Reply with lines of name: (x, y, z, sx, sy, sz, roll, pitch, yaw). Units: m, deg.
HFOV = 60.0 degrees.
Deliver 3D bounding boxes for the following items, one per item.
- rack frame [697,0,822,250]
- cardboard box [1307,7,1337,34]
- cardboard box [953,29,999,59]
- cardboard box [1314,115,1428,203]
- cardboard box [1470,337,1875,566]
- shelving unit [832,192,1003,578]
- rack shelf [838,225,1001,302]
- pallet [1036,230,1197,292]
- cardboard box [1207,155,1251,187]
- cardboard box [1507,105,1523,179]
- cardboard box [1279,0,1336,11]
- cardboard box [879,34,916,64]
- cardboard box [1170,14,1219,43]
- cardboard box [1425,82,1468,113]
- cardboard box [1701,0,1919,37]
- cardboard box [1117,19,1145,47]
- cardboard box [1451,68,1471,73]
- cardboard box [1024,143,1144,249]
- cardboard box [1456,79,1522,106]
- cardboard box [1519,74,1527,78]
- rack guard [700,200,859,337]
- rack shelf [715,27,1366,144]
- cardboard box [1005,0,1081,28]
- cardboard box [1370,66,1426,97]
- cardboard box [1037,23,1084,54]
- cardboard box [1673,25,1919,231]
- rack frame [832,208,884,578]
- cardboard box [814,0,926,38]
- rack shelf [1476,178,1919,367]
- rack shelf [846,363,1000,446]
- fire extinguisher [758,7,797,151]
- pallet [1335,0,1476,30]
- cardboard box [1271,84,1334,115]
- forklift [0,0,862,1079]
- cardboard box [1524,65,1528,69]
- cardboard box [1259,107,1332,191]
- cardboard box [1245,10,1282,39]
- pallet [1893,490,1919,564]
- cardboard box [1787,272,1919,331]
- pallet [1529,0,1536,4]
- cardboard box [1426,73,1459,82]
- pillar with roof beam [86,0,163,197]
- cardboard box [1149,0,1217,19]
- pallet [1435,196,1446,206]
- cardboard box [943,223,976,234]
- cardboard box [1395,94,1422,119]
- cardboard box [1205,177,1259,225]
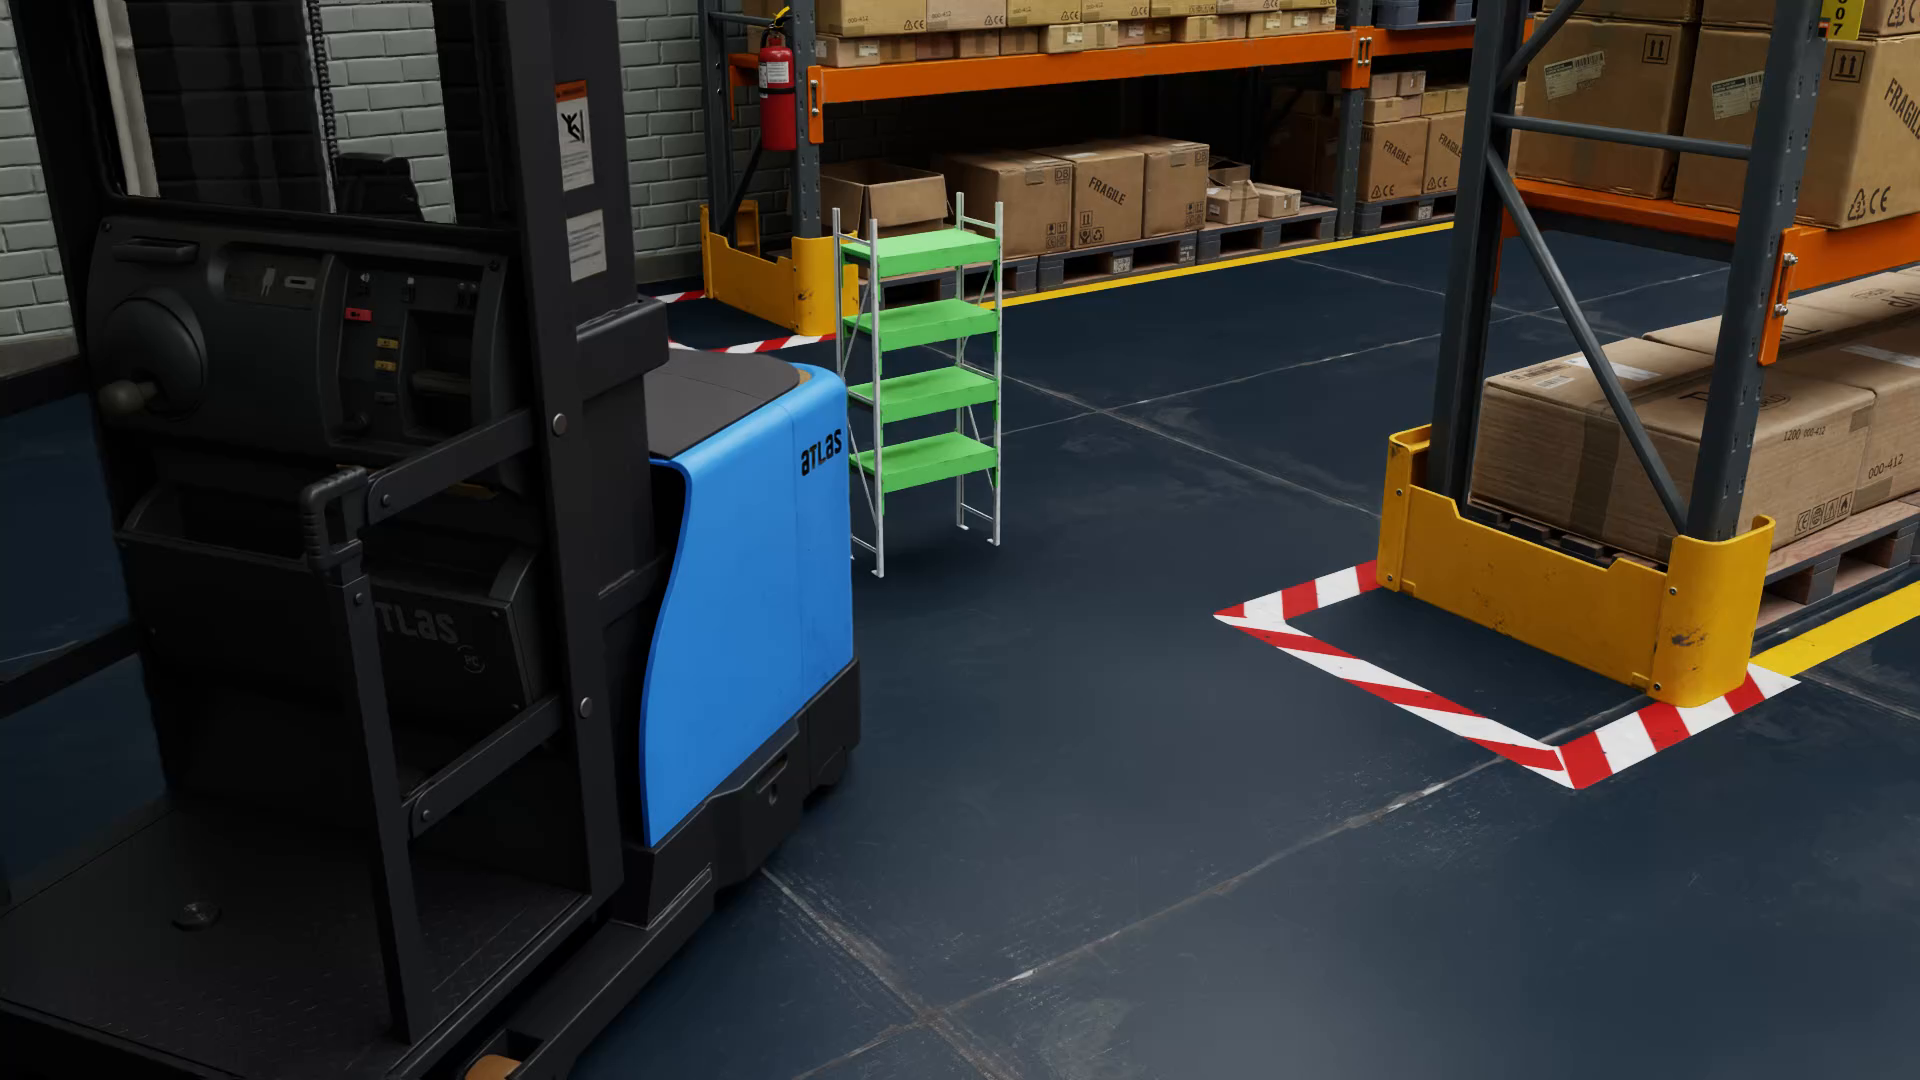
rack frame: (-1.041, -2.619, 8.412, 0.127, 3.000, 1.000, -15, 26, -33)
cardboard box: (2.095, -3.223, 10.265, 0.250, 0.149, 0.380, -15, 26, -32)
cardboard box: (0.000, -2.663, 8.862, 0.250, 0.149, 0.380, -14, 26, -31)
cardboard box: (2.730, -2.556, 11.060, 0.500, 0.500, 0.500, -14, 25, -31)
cardboard box: (2.339, -0.304, 5.502, 0.875, 0.438, 0.875, -16, 27, -35)
shelving unit: (-0.134, -0.521, 5.584, 0.503, 1.200, 0.258, -15, 26, -33)
rack shelf: (-0.134, -0.908, 5.430, 0.480, 0.148, 0.258, -15, 26, -33)
pallet: (0.657, -1.775, 10.061, 1.213, 0.211, 1.003, -15, 26, -33)
cardboard box: (1.532, -2.359, 10.822, 0.500, 0.311, 0.500, -14, 26, -31)
cardboard box: (3.565, -2.781, 11.623, 0.500, 0.500, 0.500, -16, 27, -34)
cardboard box: (1.935, -3.369, 10.094, 0.500, 0.250, 0.500, -14, 26, -32)
cardboard box: (-0.434, -2.560, 8.603, 0.250, 0.149, 0.380, -14, 26, -32)
cardboard box: (1.280, -2.984, 9.666, 0.250, 0.149, 0.380, -15, 26, -34)
cardboard box: (3.249, -3.023, 11.356, 0.250, 0.149, 0.380, -15, 26, -34)
cardboard box: (2.417, -1.655, 4.513, 0.500, 0.500, 0.500, -16, 27, -34)
cardboard box: (0.832, -2.894, 9.441, 0.250, 0.149, 0.380, -15, 26, -33)
cardboard box: (3.829, -3.371, 12.227, 0.250, 0.149, 0.380, -15, 26, -33)
cardboard box: (0.715, -2.014, 9.703, 0.500, 0.500, 0.500, -14, 26, -32)
cardboard box: (3.676, -3.119, 11.596, 0.250, 0.149, 0.380, -14, 26, -31)
cardboard box: (4.108, -3.224, 11.860, 0.250, 0.149, 0.380, -16, 27, -35)
rack guard: (-0.979, -1.474, 8.916, 0.348, 0.500, 1.175, -15, 26, -33)
rack shelf: (0.583, -2.718, 9.630, 4.000, 0.370, 1.077, -15, 26, -33)
cardboard box: (0.304, -2.924, 8.979, 0.500, 0.250, 0.500, -16, 26, -34)
cardboard box: (2.836, -3.026, 10.963, 0.250, 0.149, 0.380, -16, 27, -35)
cardboard box: (0.461, -2.755, 9.091, 0.250, 0.149, 0.380, -16, 27, -34)
cardboard box: (2.419, -1.190, 4.697, 0.500, 0.500, 0.500, -15, 26, -33)
rack frame: (-0.332, -0.469, 5.452, 0.015, 1.200, 0.240, -15, 26, -33)
cardboard box: (-0.515, -2.704, 8.427, 0.500, 0.250, 0.500, -15, 26, -33)
rack shelf: (3.485, -1.225, 5.890, 4.000, 0.370, 1.077, -15, 26, -33)
rack shelf: (-0.134, -0.462, 5.608, 0.480, 0.148, 0.258, -15, 26, -33)
fire extinguisher: (-0.890, -2.239, 8.067, 0.183, 0.674, 0.296, -15, 26, -33)
pallet: (2.919, -3.536, 10.968, 1.213, 0.211, 1.003, -15, 26, -33)
cardboard box: (2.337, -2.986, 11.264, 0.250, 0.149, 0.380, -16, 27, -35)
forklift: (-1.285, -0.348, 2.813, 1.130, 2.935, 3.031, 9, 23, 20)
cardboard box: (4.187, -3.508, 12.572, 0.250, 0.149, 0.380, -16, 27, -35)
cardboard box: (2.432, -2.714, 11.456, 0.500, 0.500, 0.500, -15, 26, -33)
cardboard box: (1.699, -3.096, 9.948, 0.250, 0.149, 0.380, -14, 26, -31)
pallet: (3.454, -0.290, 6.339, 1.213, 0.211, 1.003, -15, 26, -33)
cardboard box: (3.810, -0.700, 6.493, 0.875, 0.438, 0.875, -16, 27, -34)
pallet: (4.944, -4.093, 12.366, 1.003, 0.211, 1.213, -15, 26, -33)
cardboard box: (3.362, -3.279, 11.998, 0.250, 0.149, 0.380, -14, 26, -32)
pillar with roof beam: (-1.242, -3.798, 3.271, 0.400, 9.000, 9.100, -15, 26, -33)
cardboard box: (1.125, -3.153, 9.551, 0.500, 0.250, 0.500, -15, 26, -33)
pallet: (3.836, -2.642, 12.234, 1.213, 0.211, 1.003, -15, 26, -33)
cardboard box: (-0.121, -1.674, 9.324, 0.250, 0.149, 0.380, -16, 27, -35)
cardboard box: (2.832, -2.901, 11.049, 0.250, 0.149, 0.380, -16, 27, -34)
cardboard box: (1.636, -2.124, 10.293, 0.258, 0.266, 0.396, -14, 26, -31)
